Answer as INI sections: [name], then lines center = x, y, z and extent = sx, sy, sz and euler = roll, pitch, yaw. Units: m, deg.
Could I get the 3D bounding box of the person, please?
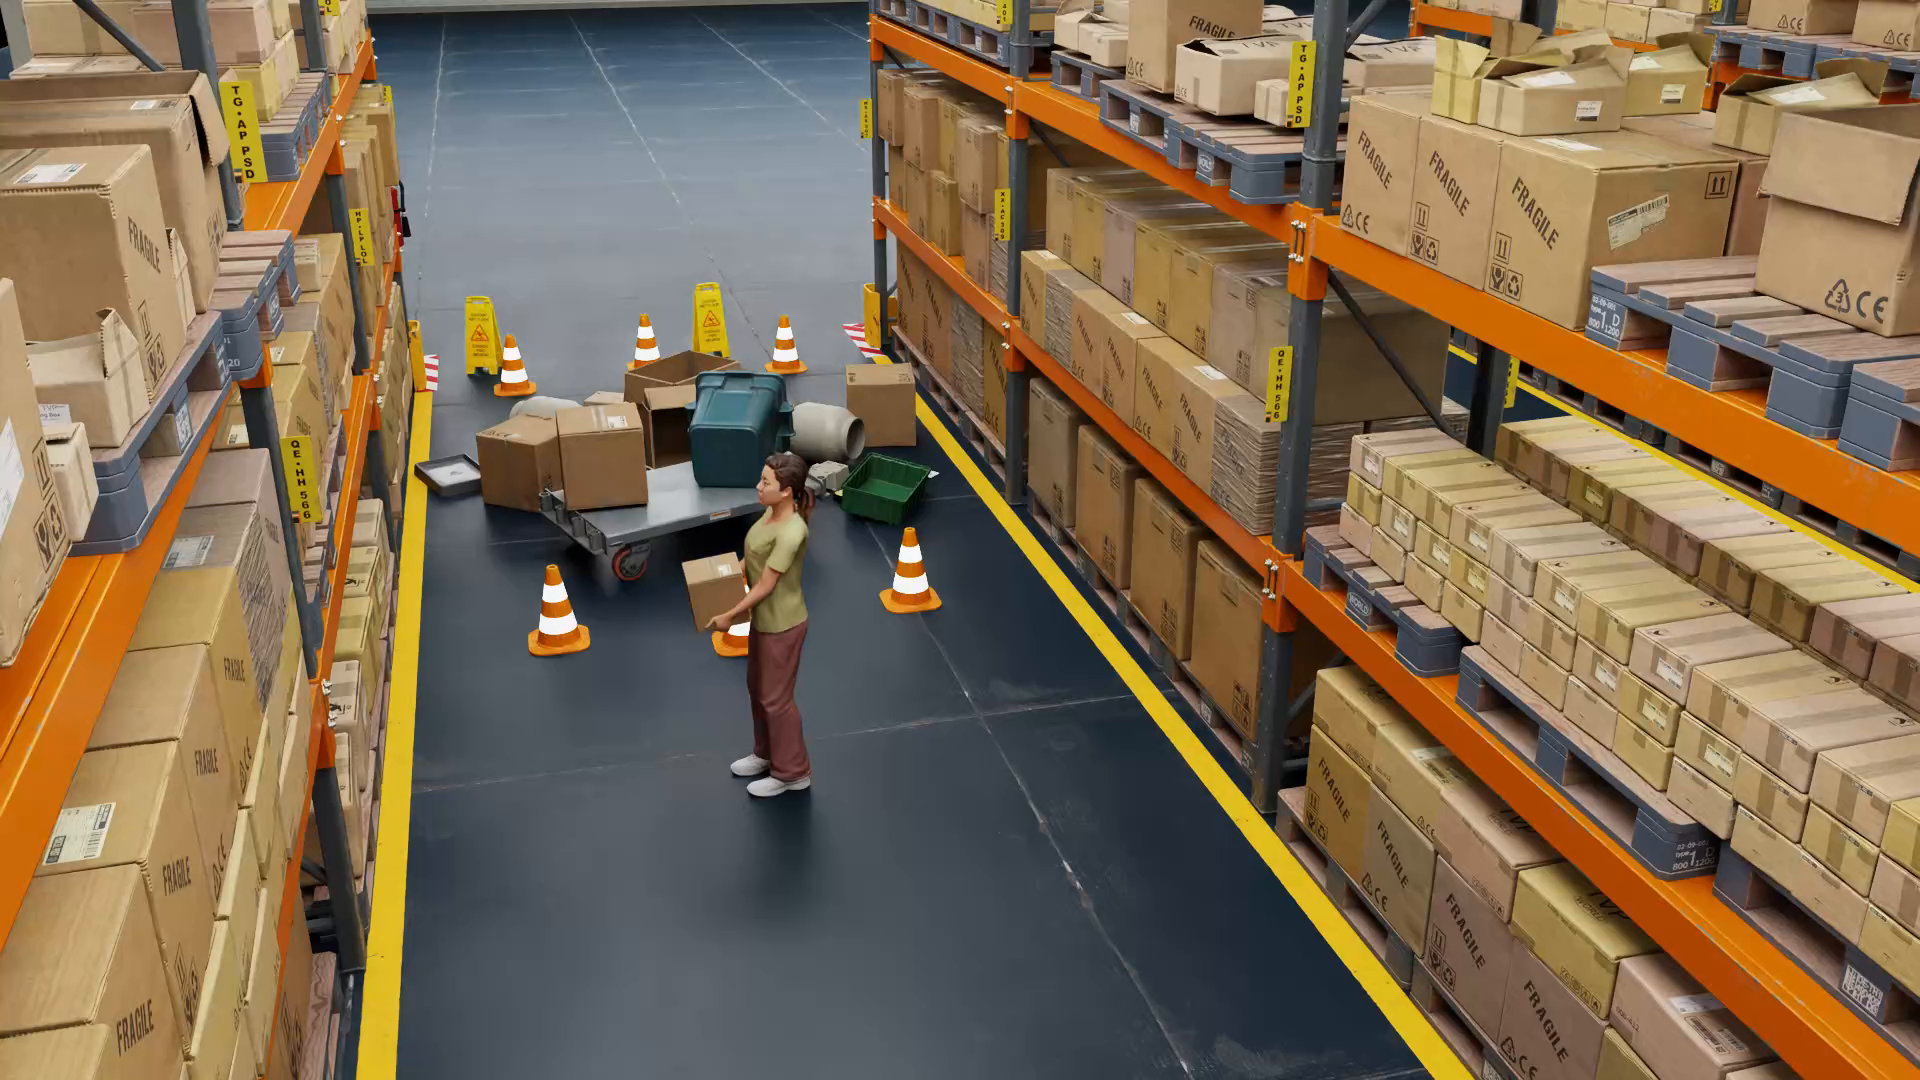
[person]
center = -0.911, 0.391, 7.694
extent = 0.553, 1.663, 0.425
euler = -6, 24, -13
